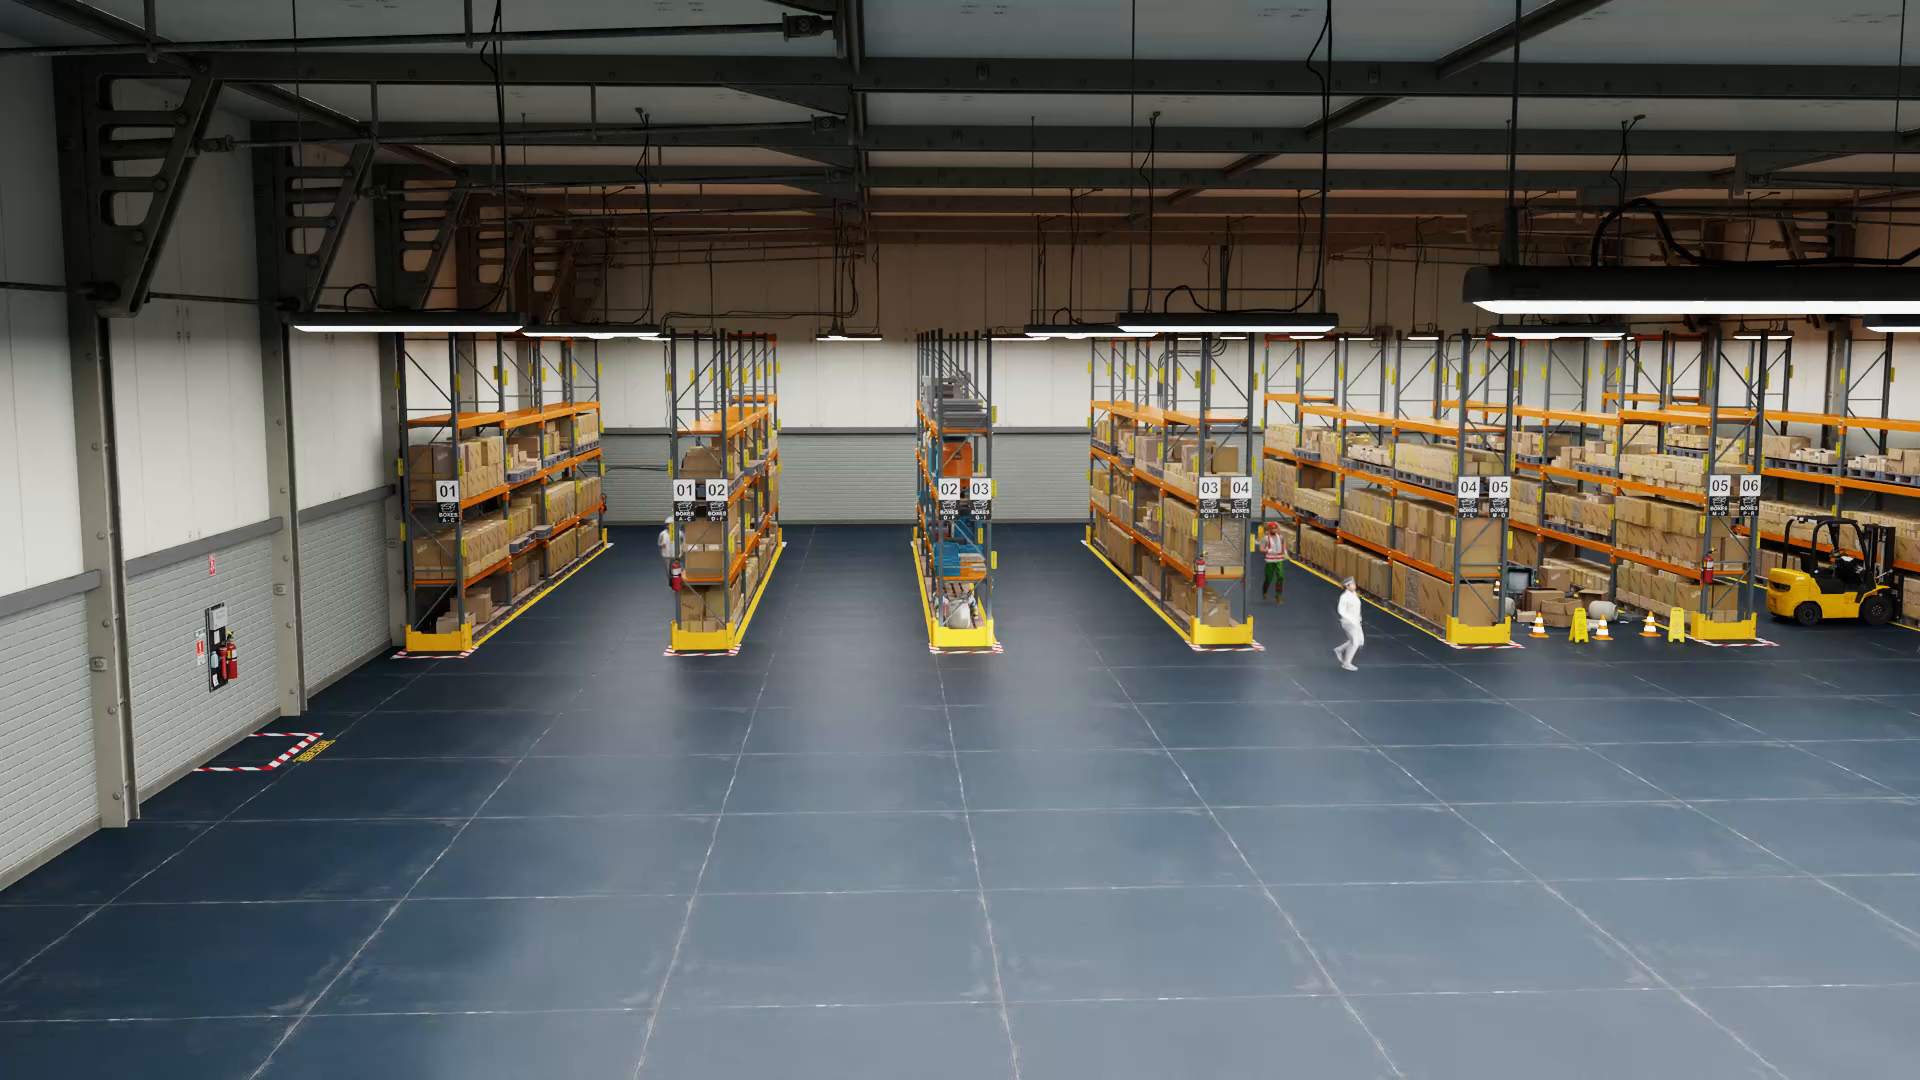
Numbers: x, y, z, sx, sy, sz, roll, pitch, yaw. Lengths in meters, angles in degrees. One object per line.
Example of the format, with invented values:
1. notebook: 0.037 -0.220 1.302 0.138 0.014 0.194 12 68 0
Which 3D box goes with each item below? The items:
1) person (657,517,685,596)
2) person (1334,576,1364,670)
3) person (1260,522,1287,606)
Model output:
1. person: -6.575 0.393 37.906 0.635 1.822 0.756 0 7 -2
2. person: 6.857 1.458 29.352 0.508 1.662 0.618 5 8 34
3. person: 6.958 0.507 36.840 0.669 1.812 0.893 -1 7 -5
